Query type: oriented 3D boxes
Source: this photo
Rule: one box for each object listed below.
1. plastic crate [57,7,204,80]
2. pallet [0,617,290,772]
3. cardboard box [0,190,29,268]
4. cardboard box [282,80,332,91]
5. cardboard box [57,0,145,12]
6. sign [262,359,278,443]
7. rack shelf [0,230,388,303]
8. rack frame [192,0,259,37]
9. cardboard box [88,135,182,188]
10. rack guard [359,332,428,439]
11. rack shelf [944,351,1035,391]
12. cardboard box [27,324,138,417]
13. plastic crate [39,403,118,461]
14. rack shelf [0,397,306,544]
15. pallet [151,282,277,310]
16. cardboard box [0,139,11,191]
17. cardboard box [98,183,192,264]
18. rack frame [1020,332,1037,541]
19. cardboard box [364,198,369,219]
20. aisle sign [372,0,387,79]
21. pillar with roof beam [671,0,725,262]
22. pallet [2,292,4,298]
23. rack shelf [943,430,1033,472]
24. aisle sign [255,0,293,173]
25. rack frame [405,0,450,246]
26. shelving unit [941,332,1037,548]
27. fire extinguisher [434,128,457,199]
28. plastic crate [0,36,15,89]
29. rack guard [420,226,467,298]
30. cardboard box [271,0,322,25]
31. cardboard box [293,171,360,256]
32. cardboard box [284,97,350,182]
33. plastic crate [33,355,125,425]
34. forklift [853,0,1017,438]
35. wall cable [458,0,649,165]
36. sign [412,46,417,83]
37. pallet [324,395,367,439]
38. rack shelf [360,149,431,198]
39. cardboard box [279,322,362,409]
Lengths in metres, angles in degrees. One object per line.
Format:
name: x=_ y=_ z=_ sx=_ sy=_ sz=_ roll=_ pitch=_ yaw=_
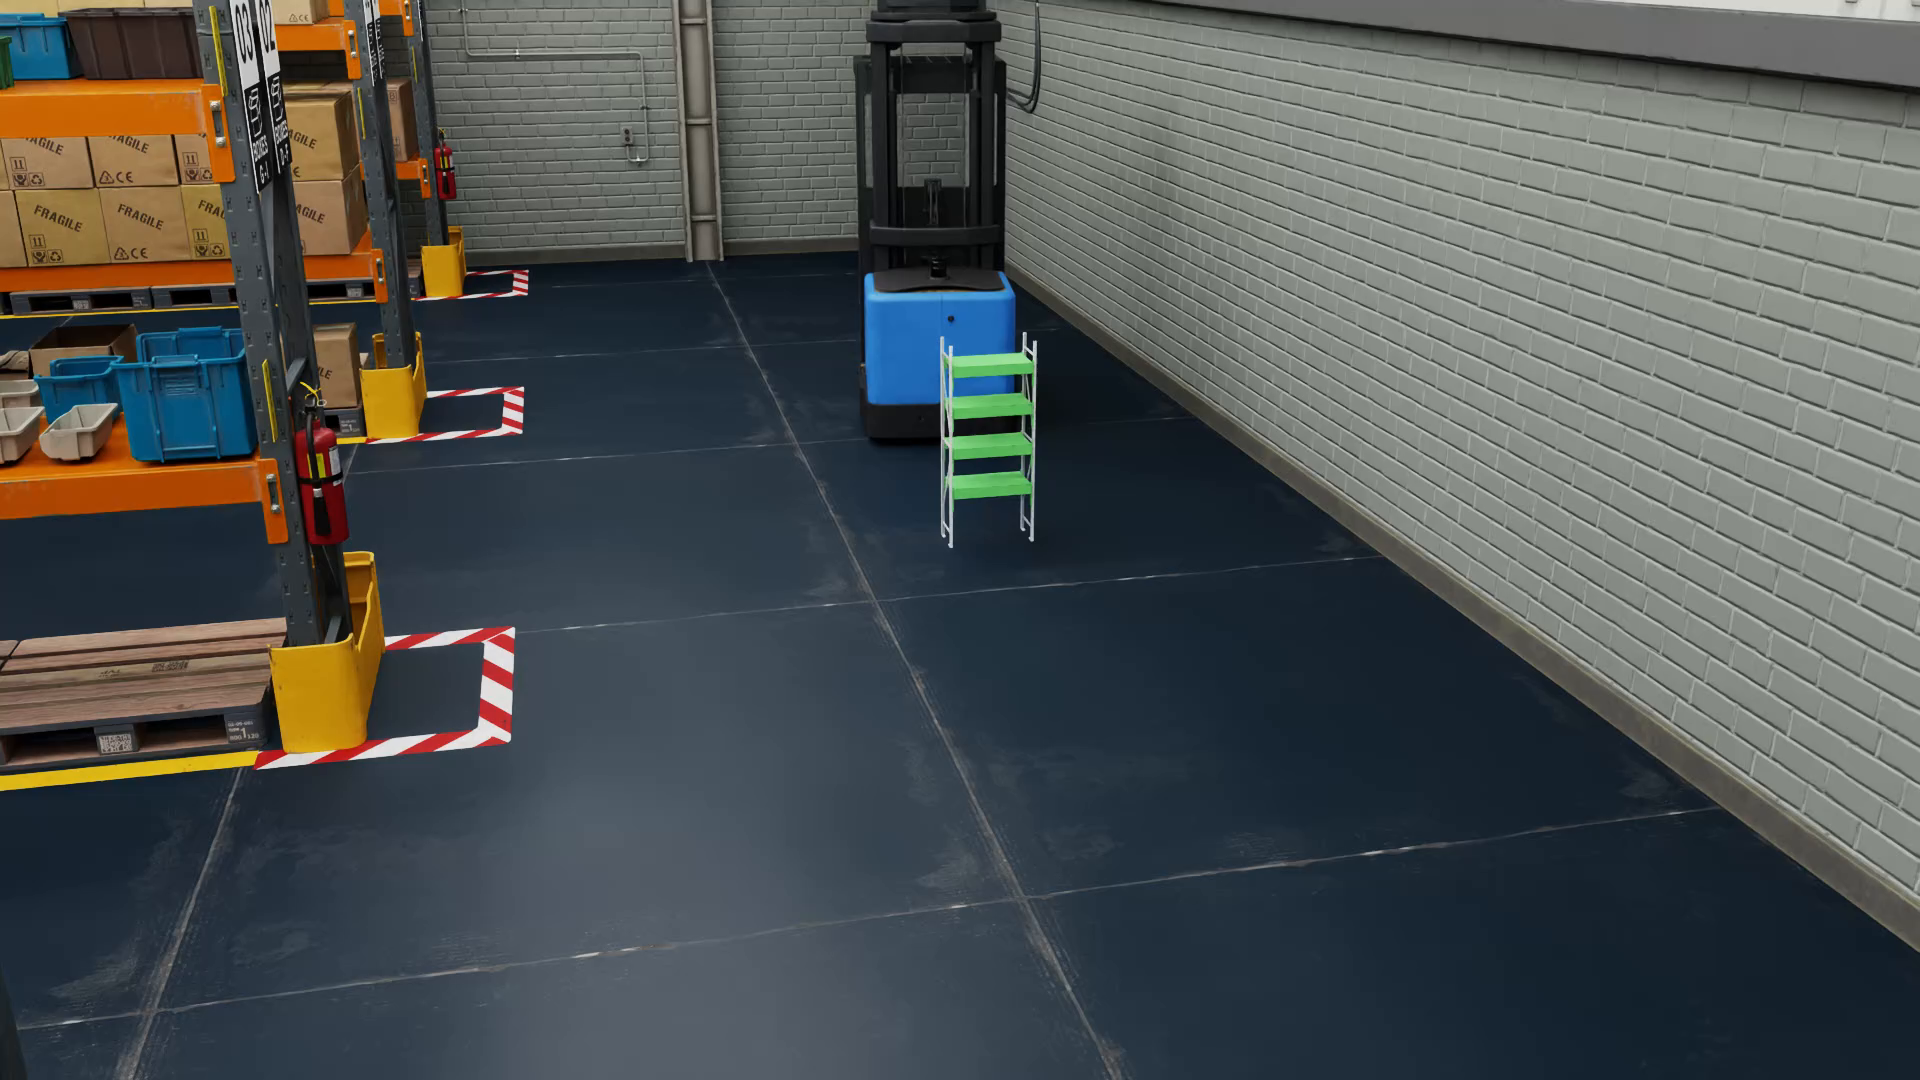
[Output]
plastic crate: x=-3.384 y=-2.082 z=6.965 sx=0.590 sy=0.269 sz=0.497 roll=-5 pitch=21 yaw=-12
pallet: x=-3.757 y=0.690 z=7.624 sx=1.213 sy=0.211 sz=1.003 roll=-5 pitch=21 yaw=-12
cardboard box: x=-6.431 y=-2.090 z=11.014 sx=0.500 sy=0.500 sz=0.500 roll=-5 pitch=21 yaw=-13
cardboard box: x=-6.425 y=-4.024 z=16.002 sx=0.700 sy=0.700 sz=0.980 roll=-5 pitch=21 yaw=-13
cardboard box: x=-5.494 y=-3.459 z=10.754 sx=0.500 sy=0.250 sz=0.500 roll=-5 pitch=21 yaw=-12
sign: x=-2.803 y=-0.565 z=6.760 sx=0.005 sy=0.325 sz=0.100 roll=-5 pitch=21 yaw=-12
rack shelf: x=-6.028 y=-1.834 z=11.506 sx=4.000 sy=0.370 sz=1.077 roll=-5 pitch=21 yaw=-12
rack frame: x=-2.946 y=-3.489 z=6.255 sx=0.127 sy=3.000 sz=1.000 roll=-5 pitch=21 yaw=-12
cardboard box: x=-5.446 y=-2.636 z=11.052 sx=0.500 sy=0.500 sz=0.500 roll=-4 pitch=21 yaw=-11
rack guard: x=-4.156 y=-1.150 z=12.228 sx=0.348 sy=0.500 sz=1.175 roll=-5 pitch=21 yaw=-12
rack shelf: x=0.161 y=-0.967 z=9.501 sx=0.480 sy=0.148 sz=0.258 roll=-5 pitch=21 yaw=-12
cardboard box: x=-6.147 y=-1.198 z=11.714 sx=0.637 sy=0.503 sz=0.797 roll=-5 pitch=21 yaw=-12
plastic crate: x=-3.697 y=-0.451 z=6.981 sx=0.243 sy=0.136 sz=0.396 roll=-5 pitch=21 yaw=-12
rack shelf: x=-4.892 y=-0.176 z=6.979 sx=4.000 sy=0.370 sz=1.077 roll=-5 pitch=21 yaw=-12
pallet: x=-7.170 y=-2.494 z=16.315 sx=1.213 sy=0.211 sz=1.003 roll=-5 pitch=21 yaw=-12
cardboard box: x=-6.449 y=-2.554 z=10.828 sx=0.500 sy=0.500 sz=0.500 roll=-5 pitch=21 yaw=-14
cardboard box: x=-5.446 y=-2.171 z=11.234 sx=0.500 sy=0.500 sz=0.500 roll=-4 pitch=21 yaw=-12
rack frame: x=0.399 y=-0.596 z=9.697 sx=0.015 sy=1.200 sz=0.240 roll=-5 pitch=21 yaw=-12
cardboard box: x=-5.808 y=-3.304 z=16.553 sx=0.250 sy=0.149 sz=0.380 roll=-5 pitch=21 yaw=-12
aisle sign: x=-4.083 y=-3.654 z=11.650 sx=0.004 sy=0.787 sz=0.394 roll=-5 pitch=21 yaw=-12
pillar with roof beam: x=-1.806 y=-5.867 z=12.748 sx=0.400 sy=9.000 sz=9.100 roll=-5 pitch=21 yaw=-12
pallet: x=-9.851 y=-2.276 z=15.720 sx=1.213 sy=0.211 sz=1.003 roll=-5 pitch=21 yaw=-12
rack shelf: x=0.161 y=-0.516 z=9.666 sx=0.480 sy=0.148 sz=0.258 roll=-5 pitch=21 yaw=-12
aisle sign: x=-2.944 y=-1.997 z=7.127 sx=0.004 sy=0.787 sz=0.394 roll=-5 pitch=21 yaw=-12
rack frame: x=-5.225 y=-3.988 z=16.340 sx=0.127 sy=3.000 sz=1.000 roll=-5 pitch=21 yaw=-12
shelving unit: x=0.161 y=-0.576 z=9.644 sx=0.503 sy=1.200 sz=0.258 roll=-5 pitch=21 yaw=-12
fire extinguisher: x=-4.972 y=-3.634 z=16.028 sx=0.183 sy=0.674 sz=0.296 roll=-5 pitch=21 yaw=-12
plastic crate: x=-3.840 y=-1.807 z=6.334 sx=0.336 sy=0.188 sz=0.450 roll=-5 pitch=21 yaw=-12
rack guard: x=-5.202 y=-2.816 z=16.775 sx=0.348 sy=0.500 sz=1.175 roll=-5 pitch=21 yaw=-12
cardboard box: x=-4.521 y=-3.539 z=10.972 sx=0.500 sy=0.250 sz=0.500 roll=-5 pitch=21 yaw=-12
cardboard box: x=-4.455 y=-2.250 z=11.452 sx=0.500 sy=0.500 sz=0.500 roll=-4 pitch=20 yaw=-11
cardboard box: x=-4.452 y=-2.719 z=11.278 sx=0.500 sy=0.500 sz=0.500 roll=-5 pitch=21 yaw=-13
plastic crate: x=-3.902 y=-0.660 z=7.411 sx=0.300 sy=0.233 sz=0.416 roll=-5 pitch=21 yaw=-12
forklift: x=-0.230 y=-2.542 z=12.493 sx=1.130 sy=2.935 sz=3.031 roll=-1 pitch=20 yaw=-4
wall cable: x=-4.197 y=-4.883 z=17.306 sx=1.851 sy=1.984 sz=0.084 roll=-5 pitch=21 yaw=-12
sign: x=-5.114 y=-4.460 z=15.601 sx=0.005 sy=0.325 sz=0.100 roll=-5 pitch=21 yaw=-12
pallet: x=-4.931 y=-0.951 z=12.105 sx=1.213 sy=0.211 sz=1.003 roll=-5 pitch=21 yaw=-12
rack shelf: x=-7.172 y=-3.492 z=16.032 sx=4.000 sy=0.370 sz=1.077 roll=-5 pitch=21 yaw=-12
cardboard box: x=-4.554 y=-1.237 z=11.826 sx=0.500 sy=0.500 sz=0.500 roll=-5 pitch=21 yaw=-12
